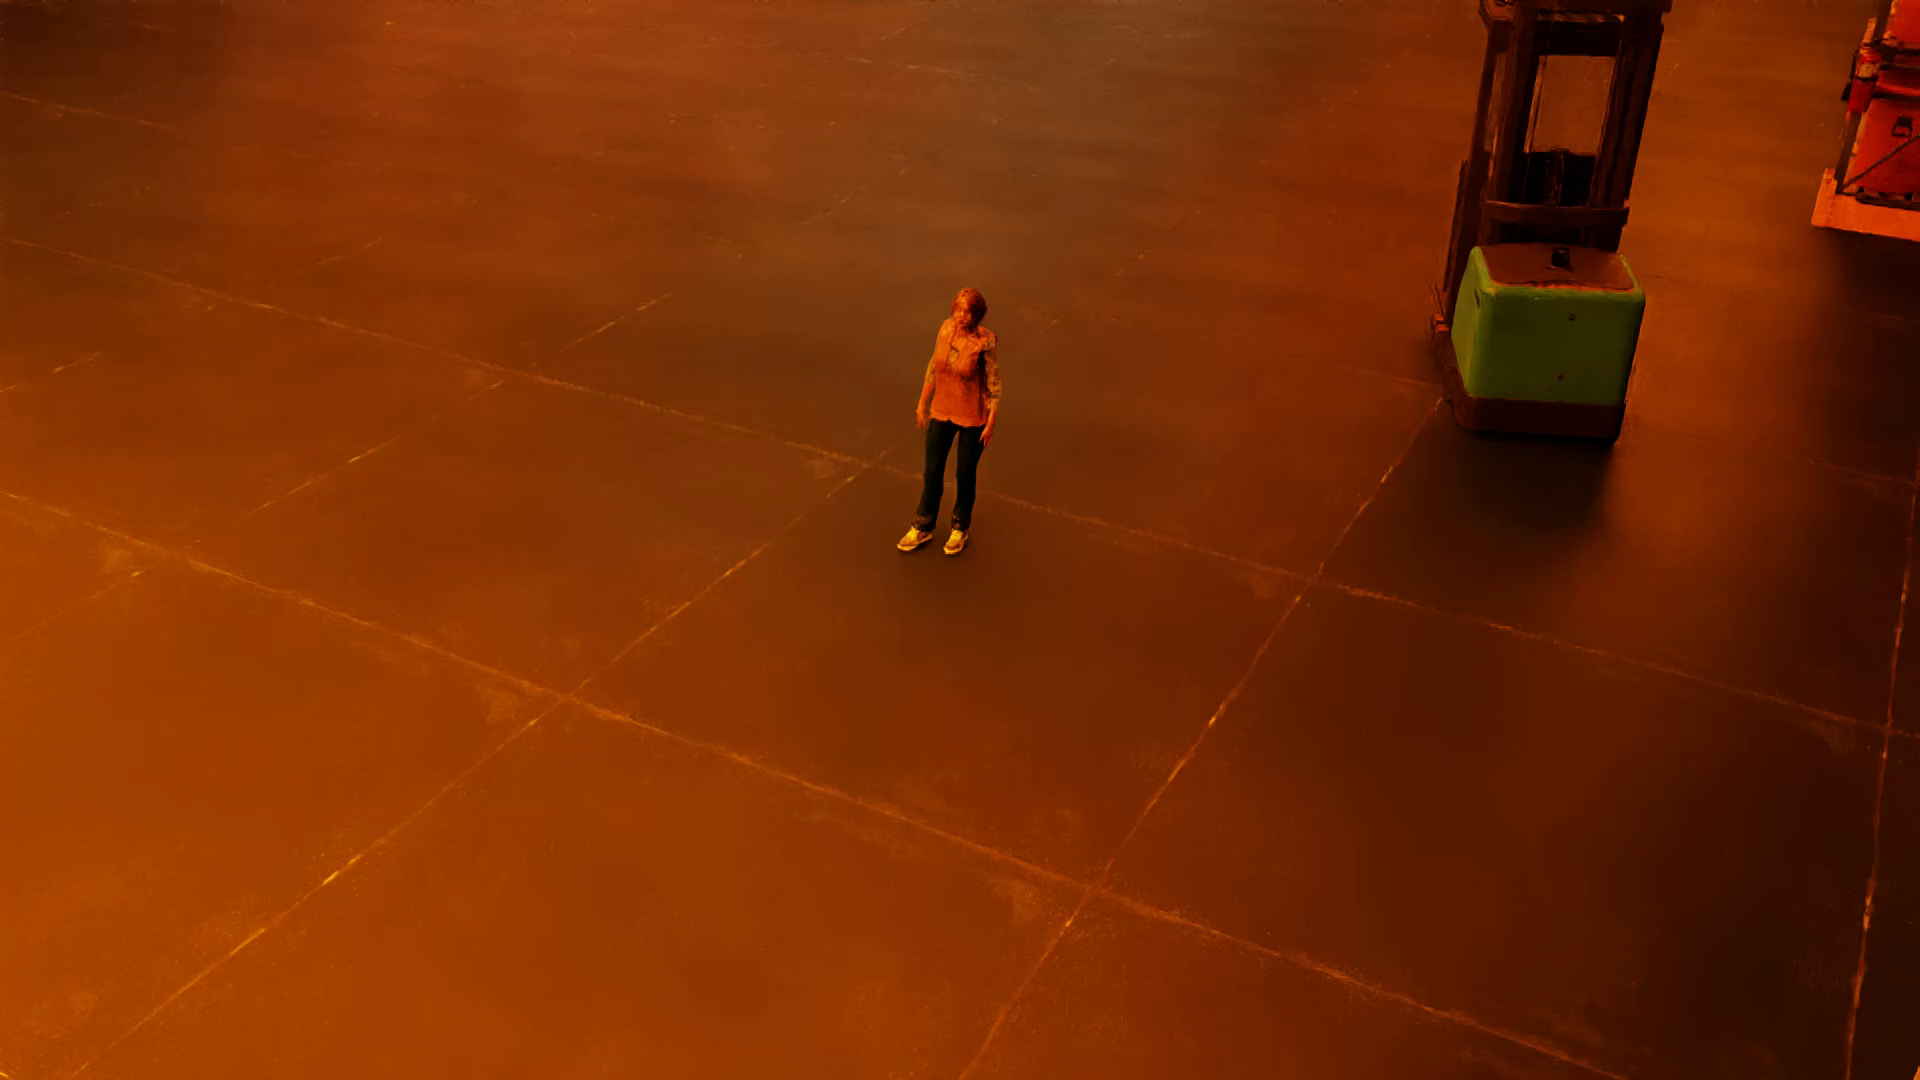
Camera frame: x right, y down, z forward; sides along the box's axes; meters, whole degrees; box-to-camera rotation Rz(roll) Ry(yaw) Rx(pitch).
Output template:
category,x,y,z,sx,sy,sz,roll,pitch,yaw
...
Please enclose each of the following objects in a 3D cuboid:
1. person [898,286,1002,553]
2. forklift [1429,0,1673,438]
category,x,y,z,sx,sy,sz,roll,pitch,yaw
person,-0.048,-0.669,9.550,0.520,1.597,0.474,15,33,25
forklift,4.101,-2.660,11.680,1.130,2.935,3.031,4,30,8
